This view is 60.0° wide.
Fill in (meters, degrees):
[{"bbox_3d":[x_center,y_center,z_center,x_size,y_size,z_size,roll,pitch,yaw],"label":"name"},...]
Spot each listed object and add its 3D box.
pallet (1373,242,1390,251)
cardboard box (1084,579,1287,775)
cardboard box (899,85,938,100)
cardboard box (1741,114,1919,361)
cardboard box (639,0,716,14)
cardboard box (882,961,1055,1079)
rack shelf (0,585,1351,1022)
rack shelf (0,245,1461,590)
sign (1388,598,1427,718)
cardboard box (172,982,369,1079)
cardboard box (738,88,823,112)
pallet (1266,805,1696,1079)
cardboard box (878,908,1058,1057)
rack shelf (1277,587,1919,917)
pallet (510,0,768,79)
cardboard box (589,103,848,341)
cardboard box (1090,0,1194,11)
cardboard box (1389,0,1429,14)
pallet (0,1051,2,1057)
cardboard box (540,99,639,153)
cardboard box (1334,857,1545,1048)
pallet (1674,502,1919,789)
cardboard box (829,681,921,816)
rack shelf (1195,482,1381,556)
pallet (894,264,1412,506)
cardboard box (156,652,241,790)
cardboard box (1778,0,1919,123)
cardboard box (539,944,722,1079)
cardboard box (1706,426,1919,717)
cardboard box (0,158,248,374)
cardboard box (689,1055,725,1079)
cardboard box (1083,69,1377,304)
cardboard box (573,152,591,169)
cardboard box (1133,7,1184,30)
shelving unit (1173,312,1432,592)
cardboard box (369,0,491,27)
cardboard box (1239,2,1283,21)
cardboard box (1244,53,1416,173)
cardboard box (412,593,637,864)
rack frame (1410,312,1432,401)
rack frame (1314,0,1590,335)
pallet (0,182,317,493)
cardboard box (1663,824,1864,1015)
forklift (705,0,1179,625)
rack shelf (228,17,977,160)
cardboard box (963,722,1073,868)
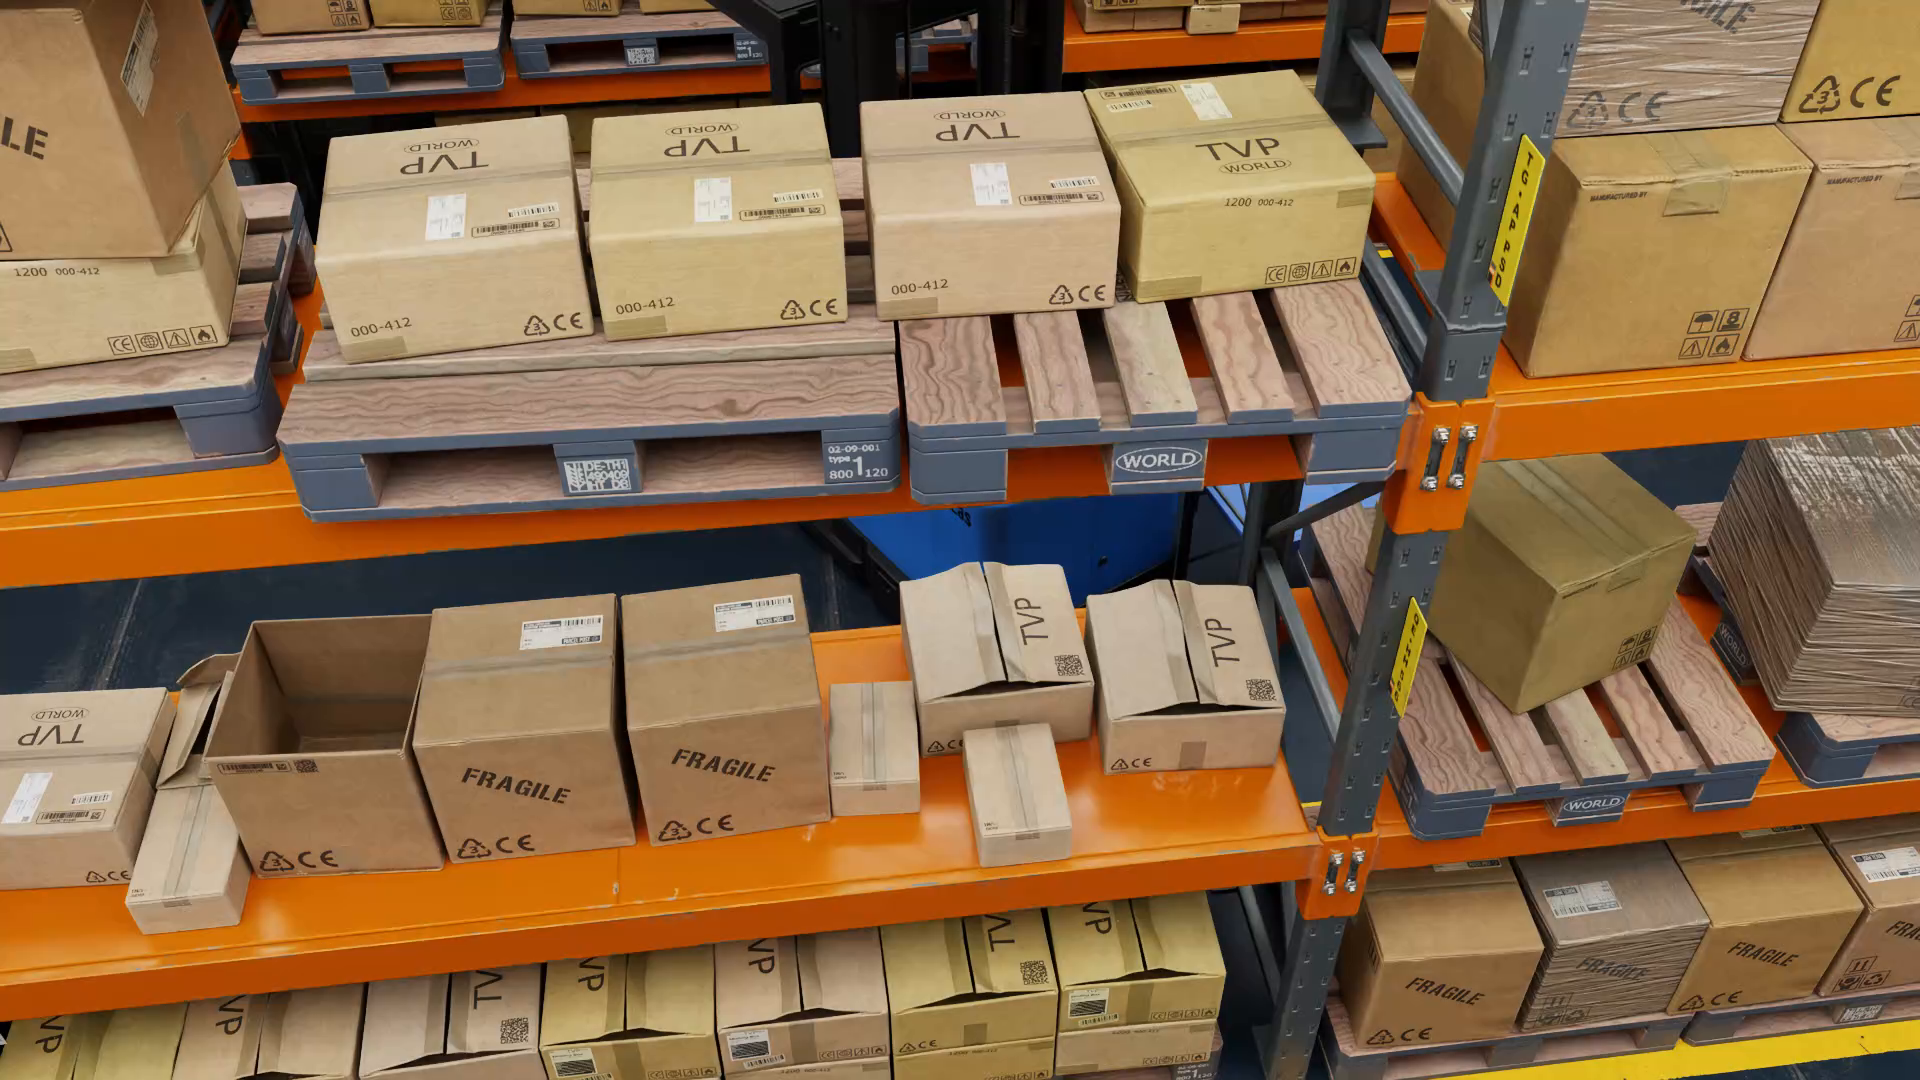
[{"bbox_3d":[2.364,-2.026,9.553,1.213,0.211,1.003,-5,42,-6],"label":"pallet"},{"bbox_3d":[0.645,0.386,4.864,0.500,0.311,0.500,-3,42,-3],"label":"cardboard box"},{"bbox_3d":[-0.342,-2.077,9.066,0.500,0.500,0.700,-4,42,-5],"label":"cardboard box"},{"bbox_3d":[1.945,-0.905,3.915,0.500,0.500,0.910,-5,42,-6],"label":"cardboard box"},{"bbox_3d":[-1.332,-2.969,8.114,0.500,0.500,0.700,-5,42,-6],"label":"cardboard box"},{"bbox_3d":[0.011,1.471,5.335,0.500,0.250,0.500,-5,42,-6],"label":"cardboard box"},{"bbox_3d":[-0.972,0.792,4.885,4.000,0.370,1.077,-5,42,-6],"label":"rack shelf"},{"bbox_3d":[-0.972,-0.322,3.880,4.000,0.370,1.077,-5,42,-6],"label":"rack shelf"},{"bbox_3d":[1.087,0.289,4.041,0.005,0.325,0.100,-5,42,-6],"label":"sign"},{"bbox_3d":[-2.016,1.444,4.945,0.500,0.311,0.500,-5,42,-6],"label":"cardboard box"},{"bbox_3d":[-0.915,-2.347,8.806,0.500,0.250,0.500,-4,42,-5],"label":"cardboard box"},{"bbox_3d":[1.757,1.346,5.815,1.213,0.211,1.003,-5,42,-6],"label":"pallet"},{"bbox_3d":[0.009,1.266,5.143,0.500,0.311,0.500,-6,42,-6],"label":"cardboard box"},{"bbox_3d":[2.994,0.444,5.270,4.000,0.370,1.077,-5,42,-6],"label":"rack shelf"},{"bbox_3d":[-1.592,-2.669,8.327,1.213,0.211,1.003,-5,42,-6],"label":"pallet"},{"bbox_3d":[-0.517,-0.687,3.546,0.500,0.250,0.500,-6,42,-6],"label":"cardboard box"},{"bbox_3d":[0.880,-2.966,8.202,0.500,0.500,0.500,-4,42,-4],"label":"cardboard box"},{"bbox_3d":[2.241,-2.868,8.578,0.250,0.149,0.380,-5,42,-5],"label":"cardboard box"},{"bbox_3d":[-3.749,1.775,5.340,1.213,0.211,1.003,-5,42,-6],"label":"pallet"},{"bbox_3d":[-1.922,-2.268,8.718,0.500,0.250,0.500,-6,42,-7],"label":"cardboard box"},{"bbox_3d":[1.500,1.266,5.360,0.500,0.500,0.500,-3,42,-4],"label":"cardboard box"},{"bbox_3d":[2.939,0.250,5.092,1.213,0.211,1.003,-5,42,-6],"label":"pallet"},{"bbox_3d":[-0.246,0.592,4.757,0.250,0.149,0.380,-2,42,-2],"label":"cardboard box"},{"bbox_3d":[1.503,-0.167,6.799,1.000,0.185,0.538,-15,44,-16],"label":"rack shelf"},{"bbox_3d":[0.350,-0.575,3.764,1.003,0.211,1.213,-3,42,-4],"label":"pallet"},{"bbox_3d":[-2.107,0.550,4.717,0.258,0.266,0.396,-6,42,-7],"label":"cardboard box"},{"bbox_3d":[1.950,-1.250,3.550,0.500,0.500,0.500,-5,42,-6],"label":"cardboard box"},{"bbox_3d":[-0.989,1.350,5.049,0.500,0.311,0.500,-4,42,-4],"label":"cardboard box"},{"bbox_3d":[2.553,0.076,4.754,0.500,0.500,0.700,2,42,3],"label":"cardboard box"},{"bbox_3d":[-1.798,-0.613,3.464,0.500,0.250,0.500,-9,43,-10],"label":"cardboard box"},{"bbox_3d":[-0.998,1.559,5.237,0.500,0.250,0.500,-4,42,-5],"label":"cardboard box"},{"bbox_3d":[0.569,-0.787,3.657,0.500,0.250,0.500,-8,43,-9],"label":"cardboard box"},{"bbox_3d":[-1.856,-1.997,8.978,0.500,0.500,0.700,-5,42,-5],"label":"cardboard box"},{"bbox_3d":[0.973,-2.744,8.440,0.250,0.149,0.380,-4,42,-5],"label":"cardboard box"},{"bbox_3d":[1.503,-0.300,6.678,1.048,1.500,0.538,-15,44,-16],"label":"shelving unit"},{"bbox_3d":[-2.537,-2.857,7.990,0.500,0.500,0.700,-1,42,-1],"label":"cardboard box"},{"bbox_3d":[1.481,-2.814,8.518,0.250,0.149,0.380,-5,42,-6],"label":"cardboard box"},{"bbox_3d":[1.981,-2.345,9.117,0.750,0.750,0.750,-5,42,-6],"label":"cardboard box"},{"bbox_3d":[-1.172,0.516,4.579,0.500,0.500,0.500,-5,42,-5],"label":"cardboard box"},{"bbox_3d":[1.977,-0.423,6.815,0.032,1.500,0.500,-15,44,-16],"label":"rack frame"},{"bbox_3d":[1.011,-1.877,2.827,0.127,3.000,1.000,-5,42,-6],"label":"rack frame"},{"bbox_3d":[-2.082,-0.430,3.606,1.217,0.209,0.805,-7,42,-7],"label":"pallet"},{"bbox_3d":[2.516,1.176,5.459,0.500,0.500,0.500,-6,42,-6],"label":"cardboard box"},{"bbox_3d":[-0.369,-1.425,6.857,1.130,2.935,3.031,-26,48,-26],"label":"forklift"},{"bbox_3d":[-1.618,-2.498,8.532,4.000,0.370,1.077,-5,42,-6],"label":"rack shelf"},{"bbox_3d":[0.155,0.706,4.631,0.250,0.149,0.380,-5,42,-6],"label":"cardboard box"}]
